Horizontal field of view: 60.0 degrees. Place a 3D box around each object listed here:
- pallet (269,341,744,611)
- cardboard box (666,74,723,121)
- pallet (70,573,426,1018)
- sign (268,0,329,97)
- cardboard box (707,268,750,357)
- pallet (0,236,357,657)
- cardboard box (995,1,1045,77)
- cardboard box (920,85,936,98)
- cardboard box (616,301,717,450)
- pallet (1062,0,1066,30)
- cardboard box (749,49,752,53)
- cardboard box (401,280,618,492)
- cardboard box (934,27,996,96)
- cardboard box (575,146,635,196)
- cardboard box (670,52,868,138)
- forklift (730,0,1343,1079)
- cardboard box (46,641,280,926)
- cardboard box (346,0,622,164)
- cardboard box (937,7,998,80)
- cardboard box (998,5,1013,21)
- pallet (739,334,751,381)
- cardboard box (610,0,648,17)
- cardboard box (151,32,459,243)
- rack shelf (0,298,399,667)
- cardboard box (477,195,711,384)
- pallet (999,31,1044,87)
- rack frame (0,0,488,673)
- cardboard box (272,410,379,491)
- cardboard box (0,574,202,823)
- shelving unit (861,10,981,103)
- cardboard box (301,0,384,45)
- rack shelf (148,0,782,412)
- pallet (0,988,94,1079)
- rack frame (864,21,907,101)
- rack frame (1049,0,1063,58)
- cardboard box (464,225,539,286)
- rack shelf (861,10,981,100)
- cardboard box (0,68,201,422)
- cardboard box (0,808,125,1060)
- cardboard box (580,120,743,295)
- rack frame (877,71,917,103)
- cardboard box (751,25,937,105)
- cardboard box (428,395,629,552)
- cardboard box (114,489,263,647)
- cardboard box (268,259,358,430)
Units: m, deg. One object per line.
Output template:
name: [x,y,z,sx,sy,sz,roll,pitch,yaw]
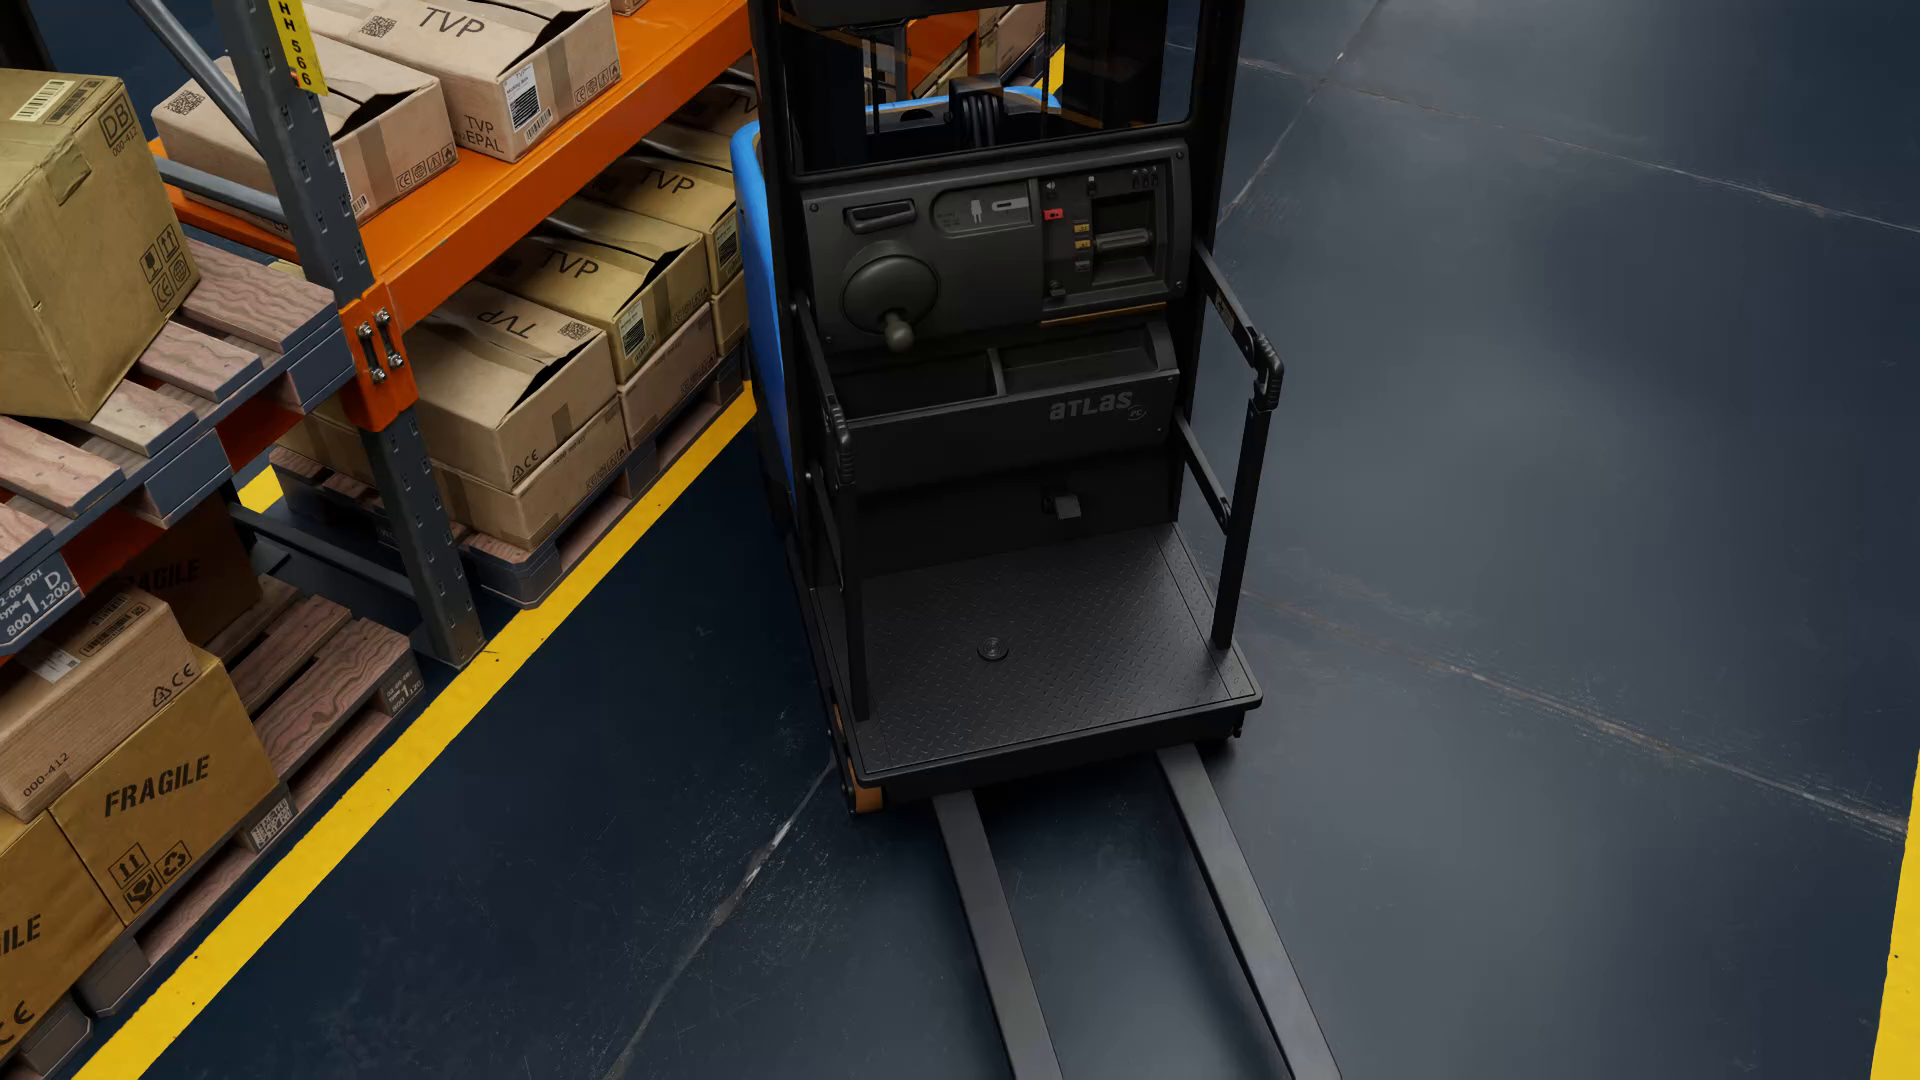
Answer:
pallet: [-1.458,-0.396,5.493,1.003,0.211,1.213,20,49,19]
cardboard box: [-1.143,-1.621,5.987,0.500,0.311,0.500,22,49,20]
pallet: [-2.255,0.568,4.540,1.003,0.211,1.213,20,49,19]
sign: [-1.390,-1.076,3.446,0.100,0.325,0.005,20,49,19]
cardboard box: [-0.903,-0.931,5.699,0.500,0.250,0.500,19,48,18]
pallet: [-2.127,-0.353,3.624,1.213,0.211,1.003,20,49,19]
cardboard box: [0.046,-2.214,6.967,0.500,0.250,0.500,20,49,19]
cardboard box: [-0.427,-1.574,6.334,0.500,0.250,0.500,21,49,20]
cardboard box: [-1.139,-0.601,5.373,0.500,0.250,0.500,19,48,18]
pallet: [0.388,-2.897,7.965,1.003,0.211,1.213,20,49,19]
cardboard box: [-0.907,-1.950,6.312,0.500,0.311,0.500,19,48,18]
cardboard box: [-1.372,-0.481,4.861,0.500,0.311,0.500,22,49,20]
cardboard box: [-0.190,-1.896,6.653,0.500,0.250,0.500,20,49,18]
cardboard box: [-1.378,-1.306,5.676,0.500,0.311,0.500,20,49,19]
cardboard box: [-0.658,-1.460,5.827,0.500,0.311,0.500,20,49,19]
forklift: [0.155,-0.598,3.781,1.130,2.935,3.031,-10,46,-10]
cardboard box: [-2.101,0.520,4.075,0.500,0.500,0.500,22,49,21]
cardboard box: [-1.288,-1.338,4.527,0.500,0.311,0.500,20,49,19]
cardboard box: [-0.188,-2.089,6.449,0.500,0.311,0.500,22,49,20]
cardboard box: [0.048,-2.419,6.775,0.500,0.311,0.500,20,49,19]
pallet: [-0.891,-1.162,6.250,1.003,0.211,1.213,20,49,19]
cardboard box: [-1.110,-1.968,5.016,0.500,0.500,0.500,18,48,17]
cardboard box: [-1.667,-1.054,4.245,0.500,0.311,0.500,23,50,21]
rack shelf: [-2.803,0.643,3.012,1.077,0.370,4.000,20,49,19]
cardboard box: [-1.135,-0.815,5.190,0.500,0.311,0.500,19,48,18]
pallet: [-0.325,-1.933,7.012,1.003,0.211,1.213,20,49,19]
rack frame: [-1.875,-0.870,4.001,1.000,3.000,0.127,20,49,19]
cardboard box: [-1.847,-0.463,5.237,0.500,0.250,0.500,22,49,20]
cardboard box: [-2.124,0.294,3.772,0.500,0.250,0.500,22,49,21]
shelving unit: [-0.231,-1.597,5.346,0.431,2.100,0.503,20,48,19]
cardboard box: [-1.702,-1.440,4.741,0.380,0.149,0.250,20,49,19]
rack shelf: [-0.946,-1.877,5.502,1.077,0.370,4.000,20,49,19]
pallet: [-2.822,1.333,3.784,1.003,0.211,1.213,20,49,19]
rack frame: [-0.343,-1.444,5.192,0.400,2.100,0.015,20,48,19]
rack frame: [-0.018,-3.390,6.492,1.000,3.000,0.127,20,49,19]
cardboard box: [-1.614,-0.989,5.363,0.500,0.311,0.500,20,49,18]
rack shelf: [-0.231,-1.588,5.355,0.431,0.518,0.480,20,48,19]
cardboard box: [-2.067,-0.619,3.387,0.700,0.500,0.500,6,46,6]
cardboard box: [-2.342,0.846,3.753,0.500,0.500,0.500,19,48,18]
cardboard box: [-0.896,-1.136,5.507,0.500,0.311,0.500,19,48,18]
rack frame: [-0.119,-1.751,5.499,0.400,2.100,0.015,20,48,19]
cardboard box: [-0.422,-1.775,6.139,0.500,0.311,0.500,20,49,19]
cardboard box: [-1.372,-0.284,5.060,0.500,0.250,0.500,20,49,19]
cardboard box: [-2.339,0.046,4.544,0.500,0.500,0.500,22,49,21]
cardboard box: [-1.850,-0.660,5.037,0.500,0.311,0.500,22,49,20]
